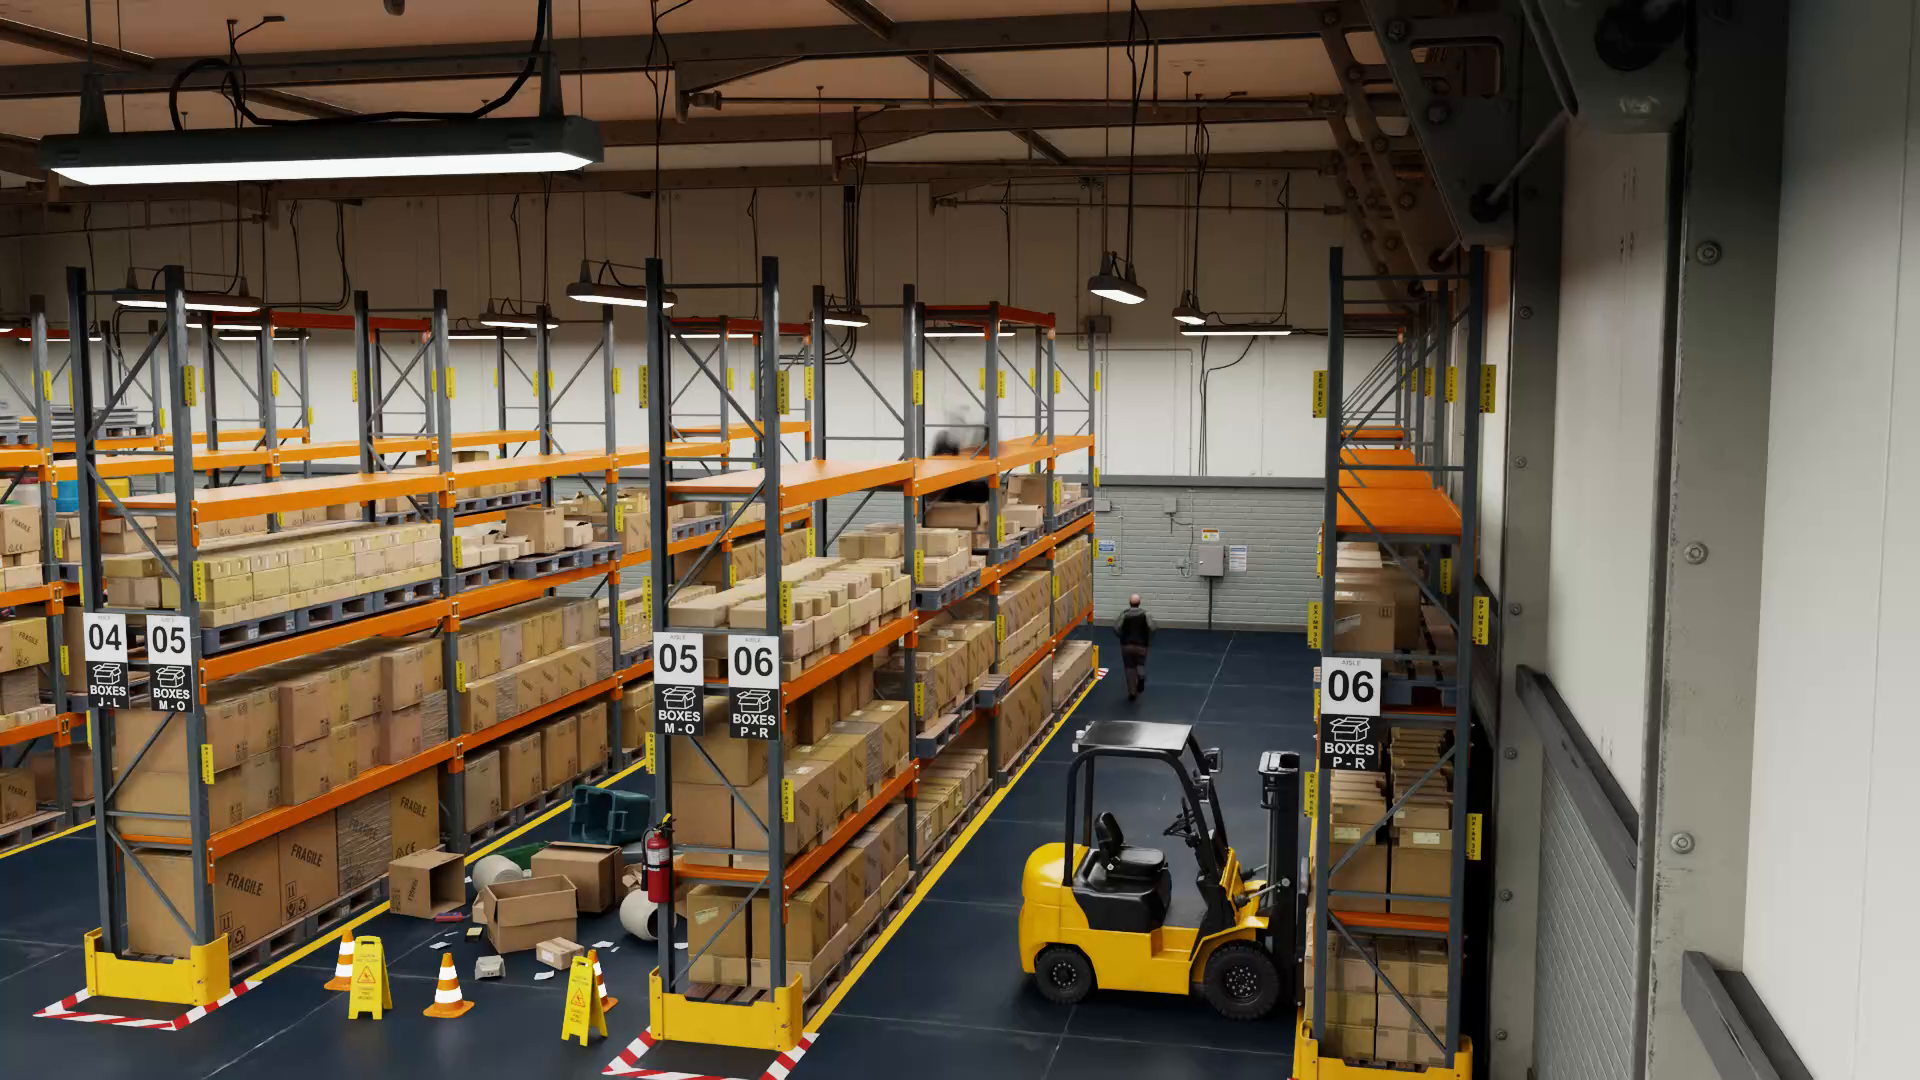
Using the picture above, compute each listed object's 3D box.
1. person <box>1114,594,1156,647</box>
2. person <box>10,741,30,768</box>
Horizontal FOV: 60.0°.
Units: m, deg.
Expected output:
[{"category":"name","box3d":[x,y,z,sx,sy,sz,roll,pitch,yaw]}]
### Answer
[{"category":"person","box3d":[2.758,1.274,26.270,0.659,0.860,0.436,0,6,4]},{"category":"person","box3d":[-11.988,2.272,20.885,0.453,1.321,0.638,0,6,2]}]
